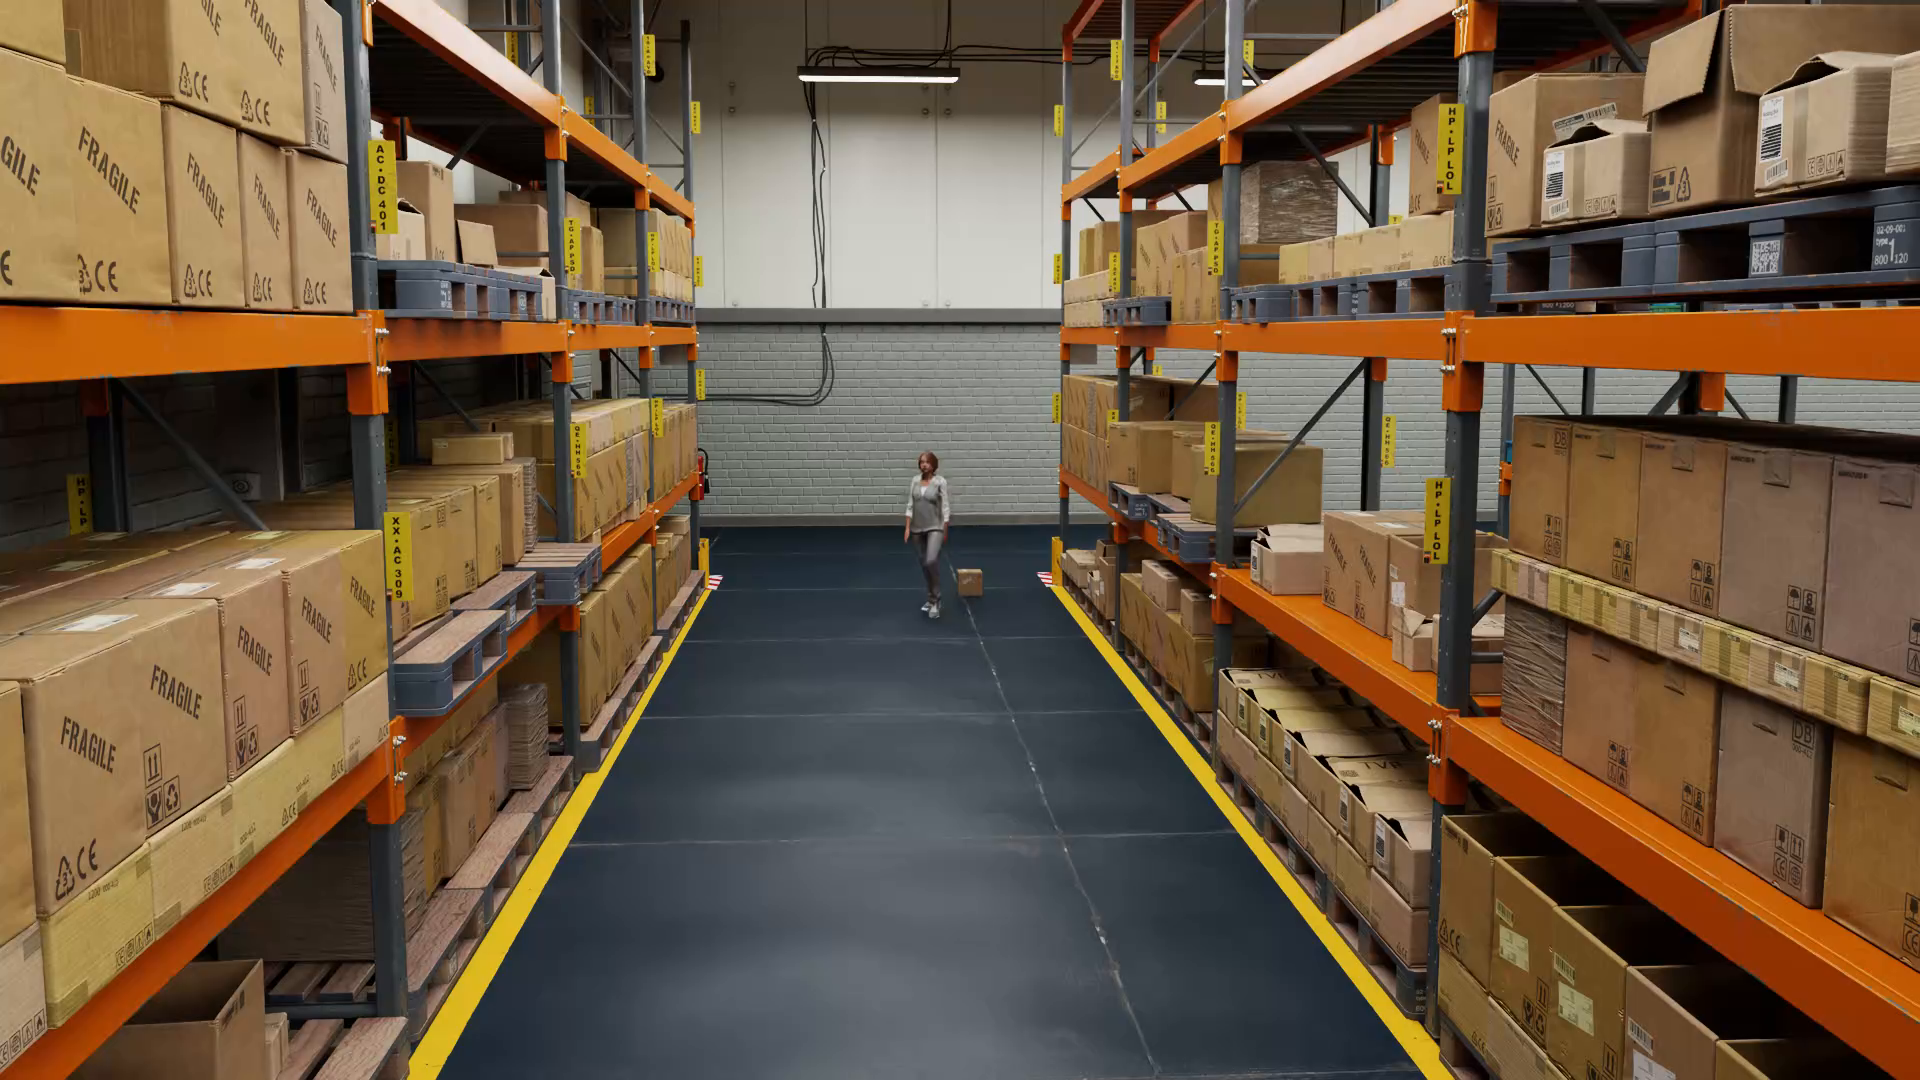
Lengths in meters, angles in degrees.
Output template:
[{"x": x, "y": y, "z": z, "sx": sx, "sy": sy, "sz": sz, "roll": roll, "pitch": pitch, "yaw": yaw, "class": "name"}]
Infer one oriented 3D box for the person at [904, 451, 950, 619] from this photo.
[{"x": -0.314, "y": -0.052, "z": 16.221, "sx": 0.405, "sy": 1.636, "sz": 0.482, "roll": 3, "pitch": 8, "yaw": 24, "class": "person"}]
